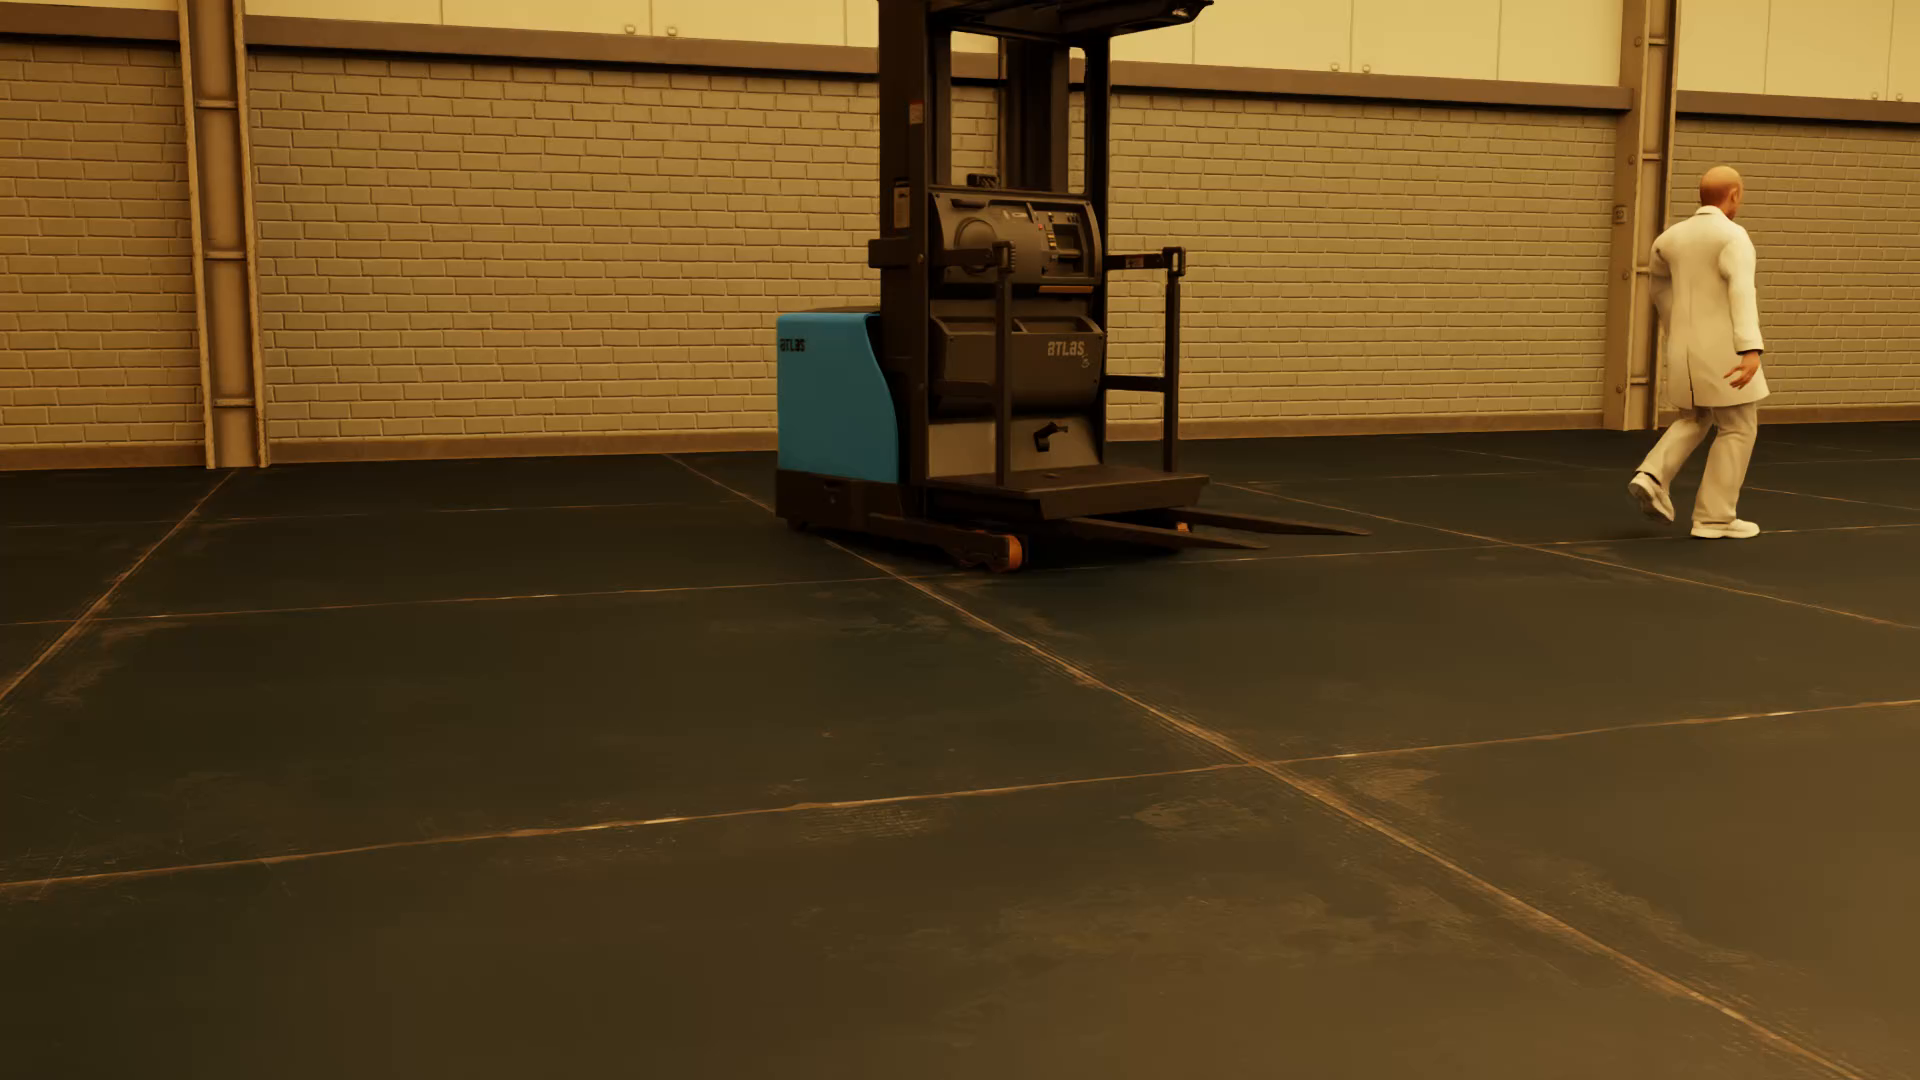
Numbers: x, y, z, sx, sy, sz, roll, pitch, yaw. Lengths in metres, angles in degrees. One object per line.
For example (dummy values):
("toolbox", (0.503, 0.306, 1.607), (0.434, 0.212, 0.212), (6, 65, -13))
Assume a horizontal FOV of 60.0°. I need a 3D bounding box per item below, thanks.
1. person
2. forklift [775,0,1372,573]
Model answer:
("person", (3.557, -0.888, 7.944), (0.597, 1.760, 0.826), (-3, 8, -23))
("forklift", (0.396, -1.389, 7.260), (1.130, 2.935, 3.031), (-6, 10, -38))
